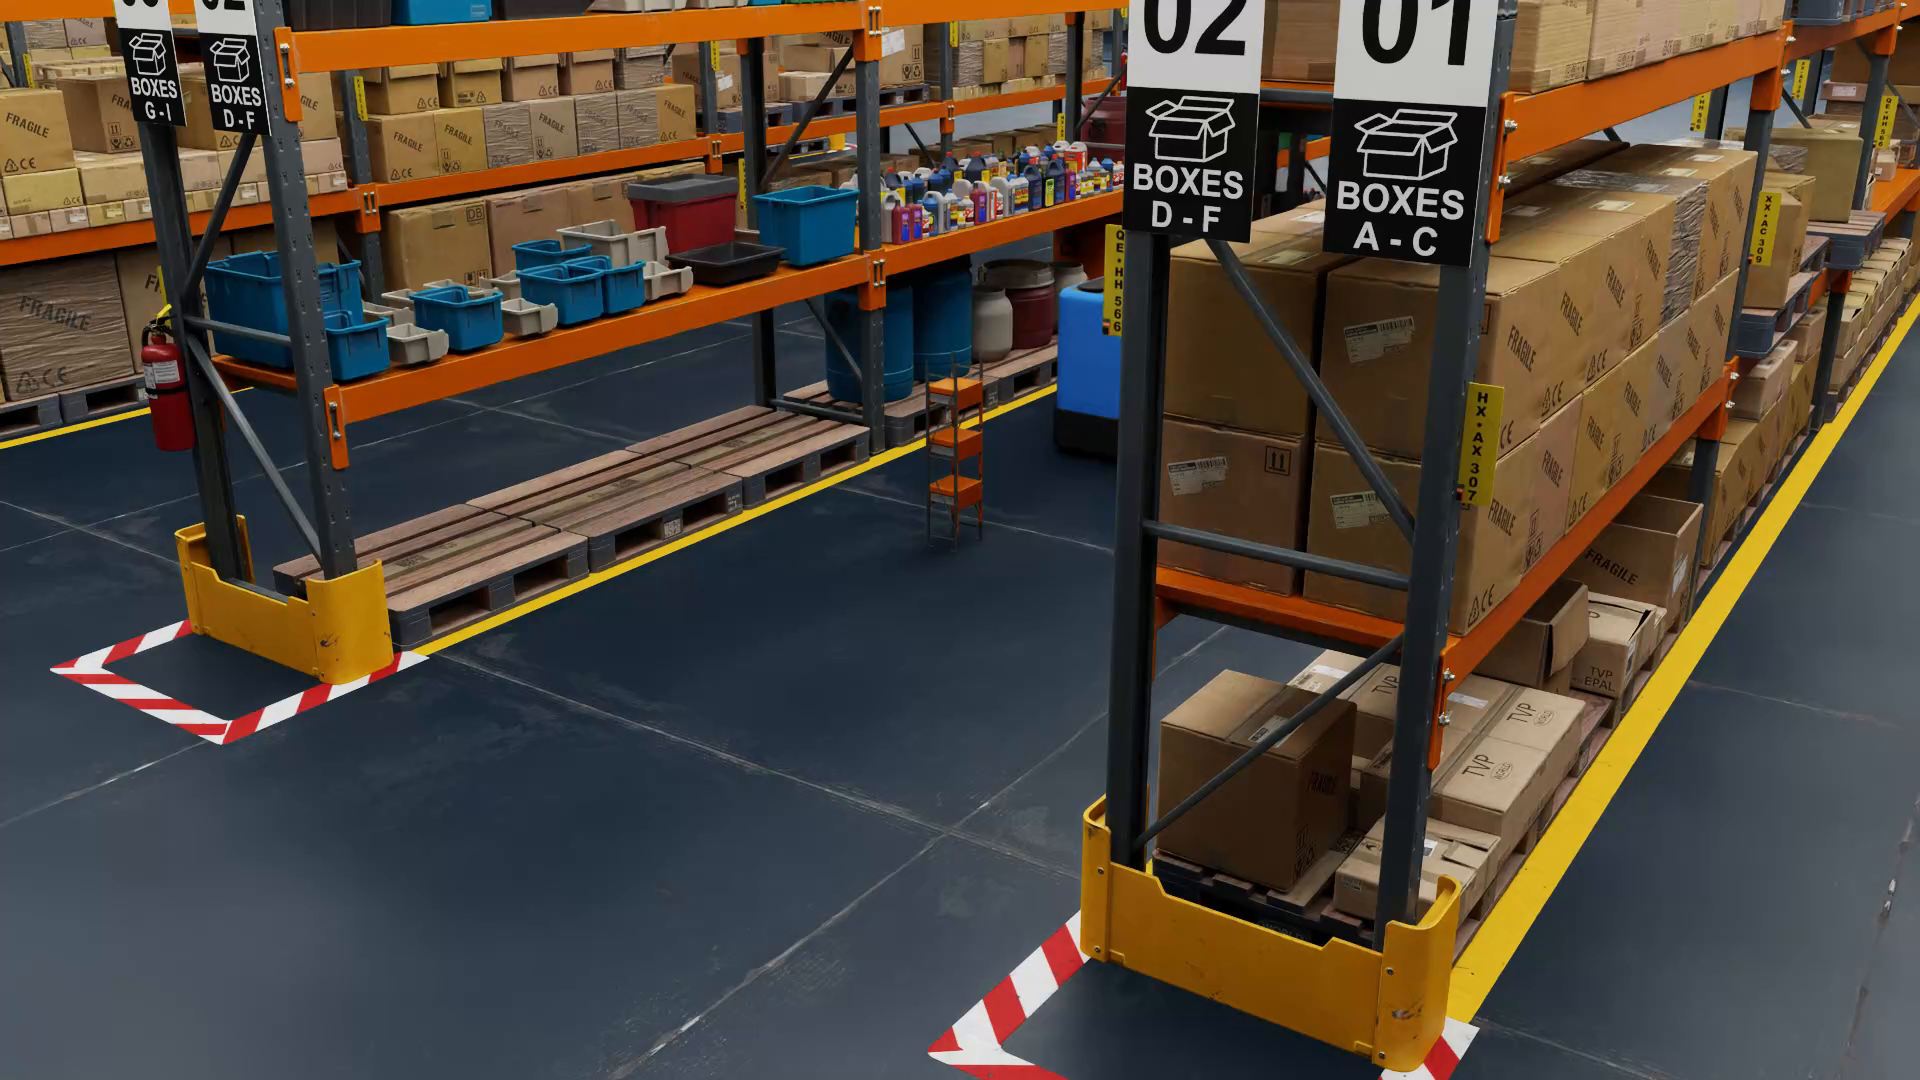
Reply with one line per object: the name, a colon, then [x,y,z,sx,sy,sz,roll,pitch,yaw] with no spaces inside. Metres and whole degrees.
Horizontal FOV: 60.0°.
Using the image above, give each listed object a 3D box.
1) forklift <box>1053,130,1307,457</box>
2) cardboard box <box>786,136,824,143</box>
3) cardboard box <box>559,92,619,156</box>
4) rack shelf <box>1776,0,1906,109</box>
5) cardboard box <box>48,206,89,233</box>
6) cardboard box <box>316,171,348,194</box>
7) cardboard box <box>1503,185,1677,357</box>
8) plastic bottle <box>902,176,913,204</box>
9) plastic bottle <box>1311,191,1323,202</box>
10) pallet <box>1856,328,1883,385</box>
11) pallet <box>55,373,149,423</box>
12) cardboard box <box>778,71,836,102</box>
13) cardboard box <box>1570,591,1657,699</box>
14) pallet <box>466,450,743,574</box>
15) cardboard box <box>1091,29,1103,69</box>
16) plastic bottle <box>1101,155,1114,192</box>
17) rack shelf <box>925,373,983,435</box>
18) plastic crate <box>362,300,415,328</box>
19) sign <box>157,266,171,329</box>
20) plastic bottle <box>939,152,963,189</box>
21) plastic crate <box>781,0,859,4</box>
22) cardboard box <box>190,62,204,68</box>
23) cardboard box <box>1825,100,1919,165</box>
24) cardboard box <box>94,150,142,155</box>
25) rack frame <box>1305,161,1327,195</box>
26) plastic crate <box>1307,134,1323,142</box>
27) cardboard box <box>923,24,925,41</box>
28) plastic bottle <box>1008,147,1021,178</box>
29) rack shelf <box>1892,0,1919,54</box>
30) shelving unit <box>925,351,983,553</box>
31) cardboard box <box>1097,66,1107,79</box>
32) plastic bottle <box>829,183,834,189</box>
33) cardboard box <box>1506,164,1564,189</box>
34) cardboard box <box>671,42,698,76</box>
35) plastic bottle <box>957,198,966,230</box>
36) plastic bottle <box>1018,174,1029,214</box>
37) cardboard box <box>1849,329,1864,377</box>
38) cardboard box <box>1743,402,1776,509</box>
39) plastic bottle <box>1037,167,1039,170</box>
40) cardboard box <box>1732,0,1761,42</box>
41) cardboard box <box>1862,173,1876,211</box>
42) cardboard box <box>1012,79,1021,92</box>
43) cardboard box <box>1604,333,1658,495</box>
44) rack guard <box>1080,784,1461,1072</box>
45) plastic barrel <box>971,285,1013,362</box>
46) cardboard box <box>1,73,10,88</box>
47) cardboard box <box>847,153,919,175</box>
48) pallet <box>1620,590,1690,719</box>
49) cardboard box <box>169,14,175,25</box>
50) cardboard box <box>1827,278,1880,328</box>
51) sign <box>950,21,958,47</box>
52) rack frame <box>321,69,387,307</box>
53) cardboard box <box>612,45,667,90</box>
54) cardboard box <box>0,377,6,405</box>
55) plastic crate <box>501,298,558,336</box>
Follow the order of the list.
forklift: [1.875,-2.255,11.137,1.130,2.935,3.031,14,25,33]
cardboard box: [-2.655,-6.462,24.868,0.875,0.875,0.875,13,24,32]
cardboard box: [-3.427,-3.743,14.916,0.500,0.500,0.500,12,24,30]
rack shelf: [4.286,-2.740,9.062,1.077,0.370,4.000,13,24,32]
cardboard box: [-6.084,-2.171,11.173,0.380,0.149,0.250,13,24,31]
cardboard box: [-4.930,-2.761,12.766,0.380,0.149,0.250,13,24,32]
cardboard box: [2.238,-0.981,6.007,0.500,0.500,0.500,13,24,31]
plastic bottle: [-0.376,-2.410,11.642,0.097,0.271,0.097,0,20,0]
plastic bottle: [3.807,-3.536,17.685,0.144,0.351,0.185,13,24,32]
pallet: [6.592,-1.514,13.053,1.003,0.211,1.213,13,24,32]
pallet: [-6.206,-1.167,12.117,1.003,0.211,1.213,13,24,32]
cardboard box: [-1.648,-4.740,17.367,0.500,0.250,0.500,12,24,30]
cardboard box: [2.654,0.392,7.123,0.500,0.311,0.500,13,24,32]
pallet: [-1.999,-0.186,9.463,1.003,0.211,1.213,13,24,32]
cardboard box: [1.385,-6.507,21.959,0.875,0.500,0.500,13,24,32]
plastic bottle: [1.122,-2.800,12.697,0.097,0.271,0.097,0,20,0]
rack shelf: [-0.030,-0.733,8.947,0.215,0.259,0.240,13,24,32]
plastic crate: [-2.873,-1.090,8.181,0.396,0.136,0.243,13,24,32]
sign: [-3.645,-1.095,7.667,0.100,0.325,0.005,13,24,32]
plastic bottle: [-0.068,-2.684,12.269,0.144,0.351,0.185,13,24,32]
plastic crate: [-0.921,-3.191,9.549,0.450,0.188,0.662,13,24,32]
cardboard box: [-7.747,-4.779,16.759,0.380,0.149,0.250,14,25,34]
cardboard box: [7.903,-3.568,14.442,0.700,0.500,0.500,13,24,30]
cardboard box: [-6.080,-2.724,12.092,0.500,0.250,0.500,14,24,33]
rack frame: [3.564,-4.359,16.726,1.000,3.000,0.127,13,24,32]
plastic crate: [3.201,-3.975,15.709,0.392,0.384,0.575,13,24,32]
cardboard box: [-0.507,-6.163,19.589,0.500,0.500,0.500,13,24,32]
plastic bottle: [0.432,-2.933,13.040,0.061,0.283,0.133,13,24,32]
rack shelf: [6.535,-3.888,12.165,1.077,0.370,4.000,13,24,32]
shelving unit: [-0.030,-0.477,9.041,0.215,1.050,0.252,13,24,32]
cardboard box: [1.727,-6.233,22.154,0.380,0.149,0.250,13,24,32]
plastic bottle: [-0.886,-2.260,11.221,0.061,0.283,0.133,13,24,32]
cardboard box: [2.085,-1.237,6.699,0.500,0.500,0.500,12,24,30]
cardboard box: [-4.089,-6.662,22.736,0.875,0.550,0.550,13,24,32]
plastic bottle: [-0.009,-2.190,11.148,0.097,0.201,0.097,0,20,0]
plastic bottle: [0.436,-2.450,11.750,0.097,0.271,0.097,0,20,0]
cardboard box: [6.229,-1.389,12.055,0.500,0.250,0.500,13,24,30]
cardboard box: [4.213,-0.519,9.314,0.500,0.500,0.500,14,24,32]
plastic bottle: [0.569,-2.550,12.004,0.061,0.283,0.133,13,24,32]
cardboard box: [2.818,-2.100,6.512,0.500,0.250,0.500,13,24,32]
cardboard box: [6.073,-2.421,11.616,0.500,0.311,0.500,13,24,31]
cardboard box: [0.520,-5.574,20.372,0.380,0.149,0.250,13,24,32]
cardboard box: [2.233,-0.507,6.169,0.500,0.500,0.500,14,24,33]
rack guard: [0.956,1.202,5.296,1.175,0.500,0.348,13,24,32]
plastic barrel: [0.176,-1.594,12.233,0.421,0.512,0.421,0,20,0]
cardboard box: [-11.617,-5.553,20.170,0.500,0.250,0.500,13,24,31]
cardboard box: [-0.895,-4.187,19.230,0.700,0.500,0.500,11,23,28]
pallet: [2.775,0.408,7.858,1.003,0.211,1.213,13,24,32]
cardboard box: [-10.532,-6.577,21.545,0.500,0.500,0.500,12,24,30]
cardboard box: [6.524,-1.806,12.373,0.500,0.311,0.500,13,24,30]
sign: [-0.071,-5.761,18.847,0.100,0.325,0.005,13,24,32]
rack frame: [-5.029,-3.030,13.132,1.000,3.000,0.127,13,24,32]
cardboard box: [-3.205,-4.488,15.485,0.797,0.503,0.637,14,25,34]
cardboard box: [-6.984,-1.282,10.864,0.875,0.875,0.875,13,24,32]
plastic crate: [-2.140,-1.098,8.203,0.250,0.136,0.298,13,24,32]
